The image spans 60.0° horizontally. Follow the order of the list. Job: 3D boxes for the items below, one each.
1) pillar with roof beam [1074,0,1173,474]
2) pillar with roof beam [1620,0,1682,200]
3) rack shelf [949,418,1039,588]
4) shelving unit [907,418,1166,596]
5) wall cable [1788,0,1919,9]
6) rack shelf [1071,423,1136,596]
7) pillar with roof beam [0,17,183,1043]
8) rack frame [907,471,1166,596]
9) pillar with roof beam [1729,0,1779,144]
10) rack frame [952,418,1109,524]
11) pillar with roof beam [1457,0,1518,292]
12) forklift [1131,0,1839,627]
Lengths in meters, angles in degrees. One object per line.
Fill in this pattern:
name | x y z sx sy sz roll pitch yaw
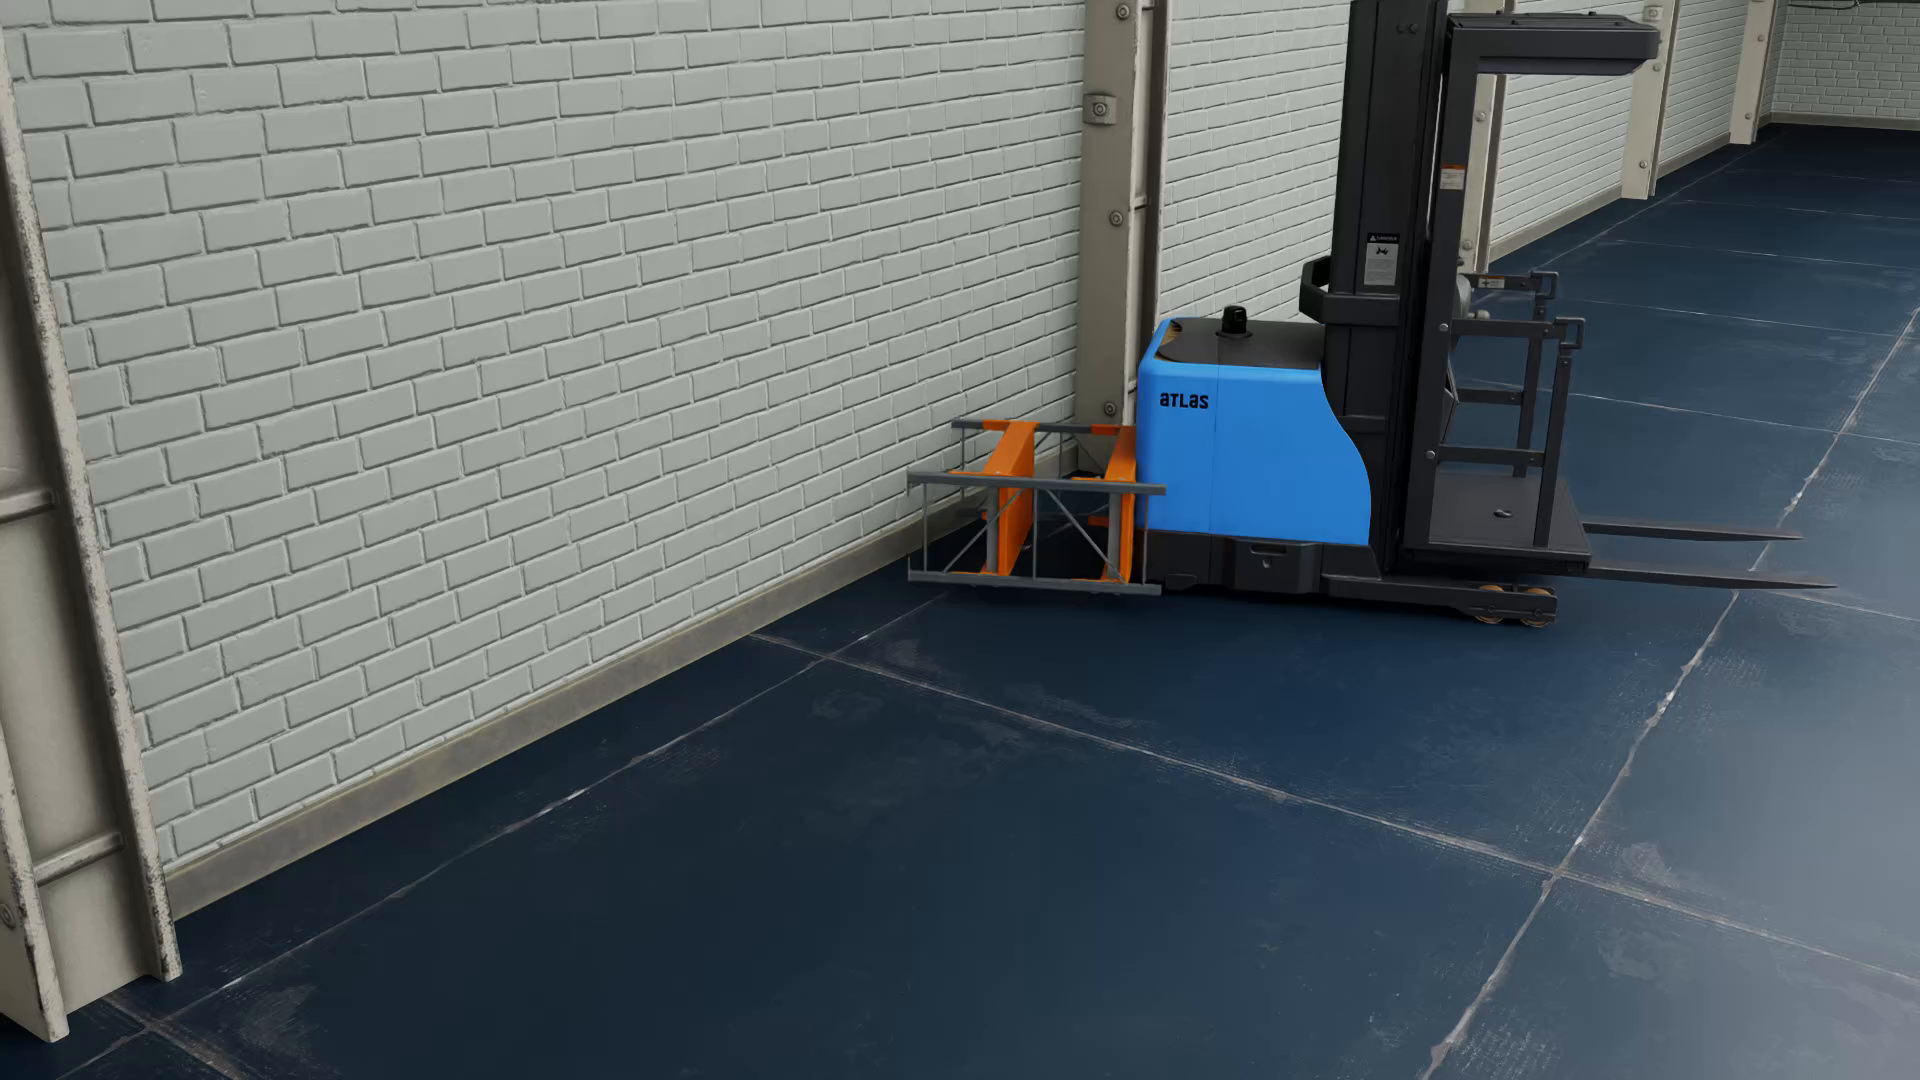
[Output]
pillar with roof beam | 4.431 -3.813 5.601 9.100 9.000 0.400 13 24 32
pillar with roof beam | 11.177 -7.256 14.909 9.100 9.000 0.400 13 24 32
rack shelf | 0.168 -0.194 7.783 0.278 0.538 1.000 3 18 9
shelving unit | 0.409 -0.180 7.745 1.125 0.538 1.048 3 18 9
wall cable | 13.739 -8.948 23.959 3.097 2.526 0.112 13 24 32
rack shelf | 0.697 -0.164 7.699 0.278 0.538 1.000 3 18 9
pillar with roof beam | 1.059 -2.091 0.947 9.100 9.000 0.400 13 24 32
rack frame | 0.325 -0.029 7.267 1.125 0.500 0.032 3 18 9
pillar with roof beam | 14.550 -8.977 19.563 9.100 9.000 0.400 13 24 32
rack frame | 0.493 -0.332 8.222 1.125 0.500 0.032 3 18 9
pillar with roof beam | 7.804 -5.534 10.255 9.100 9.000 0.400 13 24 32
forklift | 2.345 -1.197 7.276 3.031 2.935 1.130 4 21 12
